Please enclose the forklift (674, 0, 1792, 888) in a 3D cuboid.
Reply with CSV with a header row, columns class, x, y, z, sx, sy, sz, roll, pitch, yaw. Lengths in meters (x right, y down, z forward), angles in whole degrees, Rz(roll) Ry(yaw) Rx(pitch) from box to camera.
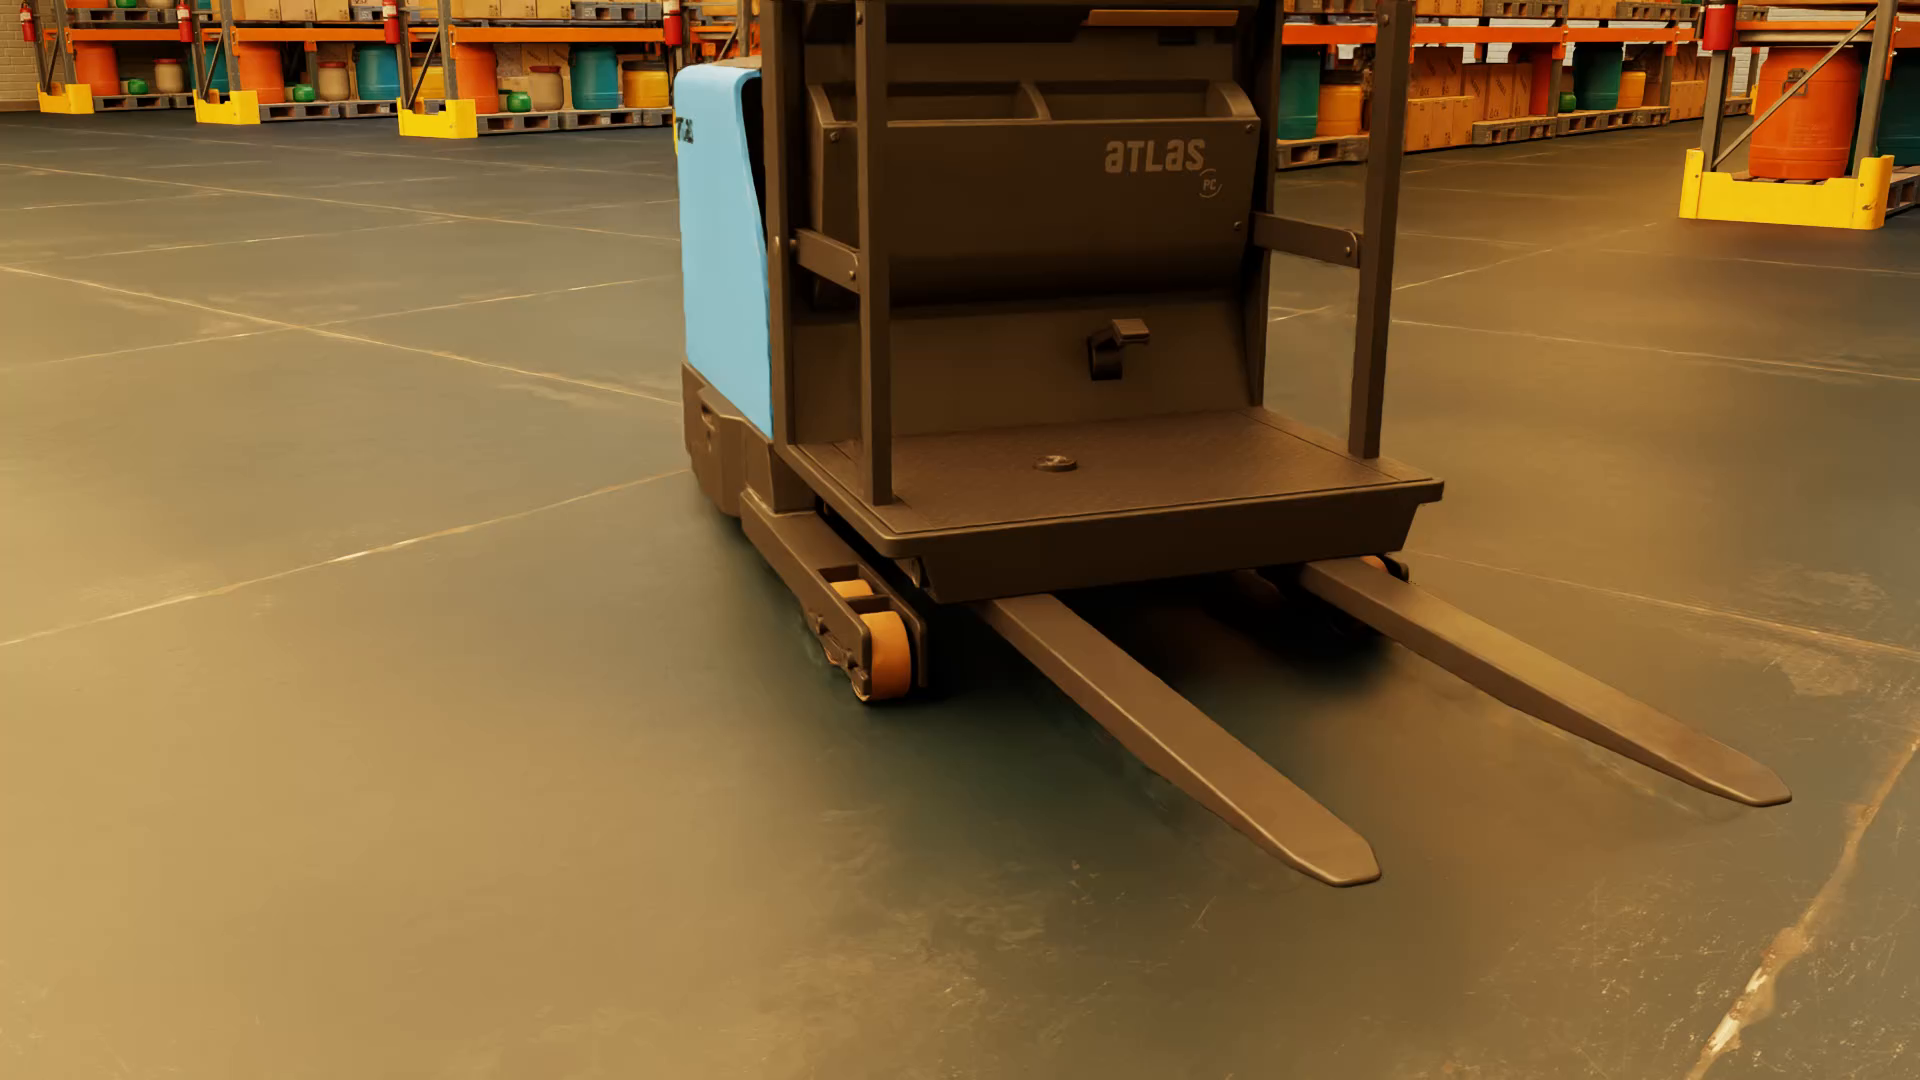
class,x,y,z,sx,sy,sz,roll,pitch,yaw
forklift,0.229,-1.245,2.997,1.130,2.935,3.031,-6,18,-19
